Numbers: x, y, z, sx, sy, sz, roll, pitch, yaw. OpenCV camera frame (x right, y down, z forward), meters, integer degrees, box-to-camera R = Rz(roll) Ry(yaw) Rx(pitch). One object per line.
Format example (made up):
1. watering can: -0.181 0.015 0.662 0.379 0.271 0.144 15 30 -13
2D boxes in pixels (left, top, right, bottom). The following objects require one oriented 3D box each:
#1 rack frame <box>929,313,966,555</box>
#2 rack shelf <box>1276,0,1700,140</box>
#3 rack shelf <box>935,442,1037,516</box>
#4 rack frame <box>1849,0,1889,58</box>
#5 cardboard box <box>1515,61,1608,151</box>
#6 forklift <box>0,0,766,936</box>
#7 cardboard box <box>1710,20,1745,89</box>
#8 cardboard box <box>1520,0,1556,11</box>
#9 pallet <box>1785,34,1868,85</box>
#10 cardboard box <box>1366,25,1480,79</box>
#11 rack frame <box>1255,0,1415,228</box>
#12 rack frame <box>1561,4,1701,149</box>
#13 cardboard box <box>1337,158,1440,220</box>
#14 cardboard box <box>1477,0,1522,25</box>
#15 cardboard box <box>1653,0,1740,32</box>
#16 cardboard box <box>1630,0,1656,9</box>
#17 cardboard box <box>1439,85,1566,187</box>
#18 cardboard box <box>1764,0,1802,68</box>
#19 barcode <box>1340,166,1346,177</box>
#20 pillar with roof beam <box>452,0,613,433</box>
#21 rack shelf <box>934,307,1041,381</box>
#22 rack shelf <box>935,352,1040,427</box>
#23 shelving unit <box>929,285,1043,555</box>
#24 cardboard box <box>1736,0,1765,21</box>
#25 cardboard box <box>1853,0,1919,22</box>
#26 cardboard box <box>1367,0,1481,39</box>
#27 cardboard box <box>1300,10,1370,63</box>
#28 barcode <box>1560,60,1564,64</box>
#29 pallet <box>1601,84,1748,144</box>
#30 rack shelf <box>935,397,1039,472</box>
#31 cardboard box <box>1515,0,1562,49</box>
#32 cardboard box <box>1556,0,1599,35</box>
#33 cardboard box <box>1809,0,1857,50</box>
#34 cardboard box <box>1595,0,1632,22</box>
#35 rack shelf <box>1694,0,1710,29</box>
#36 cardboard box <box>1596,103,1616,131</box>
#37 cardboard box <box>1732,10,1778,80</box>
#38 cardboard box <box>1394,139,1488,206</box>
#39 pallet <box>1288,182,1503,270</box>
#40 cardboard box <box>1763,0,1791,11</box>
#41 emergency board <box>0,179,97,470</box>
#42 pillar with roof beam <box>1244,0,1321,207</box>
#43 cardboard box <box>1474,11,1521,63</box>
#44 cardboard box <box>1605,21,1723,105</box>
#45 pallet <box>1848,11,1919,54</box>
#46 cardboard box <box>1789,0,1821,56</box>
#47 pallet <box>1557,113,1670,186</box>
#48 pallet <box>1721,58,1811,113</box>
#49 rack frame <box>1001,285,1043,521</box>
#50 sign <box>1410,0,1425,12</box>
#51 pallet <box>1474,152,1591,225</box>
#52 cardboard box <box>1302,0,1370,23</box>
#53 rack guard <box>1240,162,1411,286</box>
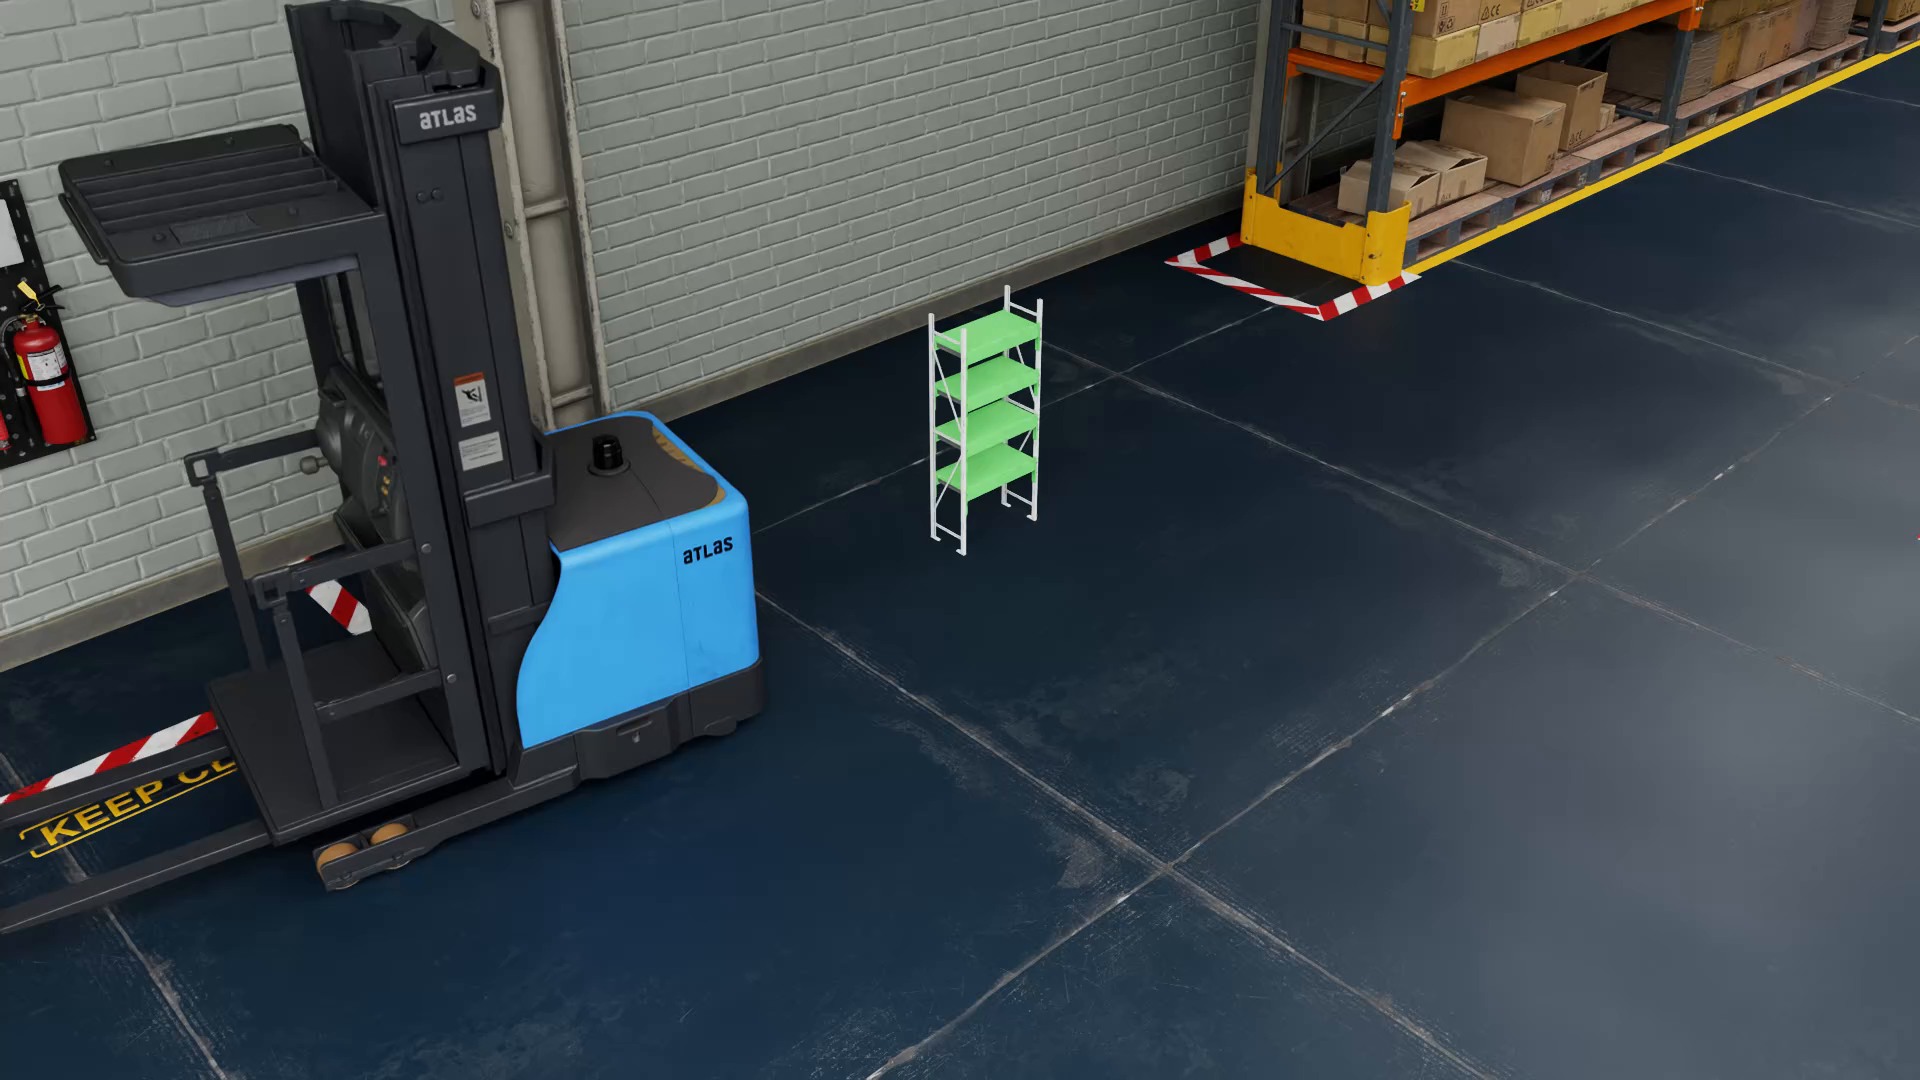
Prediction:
1. rack frame: -0.058 -0.484 7.891 0.015 1.200 0.240 -26 40 -35
2. rack shelf: 3.876 -3.605 11.959 4.000 0.370 1.077 -26 40 -35
3. rack shelf: 0.121 -0.311 8.192 0.480 0.148 0.258 -26 40 -35
4. rack frame: 8.276 -6.040 15.252 0.127 3.000 1.000 -26 40 -35
5. cardboard box: 4.609 -3.359 12.842 0.500 0.500 0.500 26 40 35
6. forklift: -2.324 -0.277 5.893 3.031 2.935 1.130 -19 36 -28
7. cardboard box: 6.216 -4.212 14.238 0.500 0.500 0.700 -27 40 -36
8. cardboard box: 3.716 -3.873 11.115 0.500 0.500 0.500 -27 41 -37
9. pallet: 7.702 -4.574 15.527 1.213 0.211 1.003 -26 40 -35
10. cardboard box: 2.983 -3.198 10.730 0.500 0.250 0.500 -27 41 -37
11. rack frame: 2.409 -3.202 10.612 0.127 3.000 1.000 -26 40 -35
12. rack frame: 5.342 -4.621 12.932 0.127 3.000 1.000 -26 40 -35
13. cardboard box: 2.978 -2.454 11.543 0.500 0.311 0.500 24 39 34
14. cardboard box: 3.333 -3.693 10.819 0.500 0.500 0.500 -26 40 -35
15. cardboard box: 6.192 -4.487 13.968 0.500 0.250 0.500 -27 40 -36
16. cardboard box: 4.830 -4.108 12.217 0.500 0.250 0.500 -26 40 -35
17. cardboard box: 3.968 -2.978 12.219 0.700 0.500 0.500 26 40 36
18. cardboard box: 6.981 -4.560 14.807 0.500 0.500 0.700 -26 40 -36
19. barcode: 2.719 -2.617 11.802 0.075 0.075 0.001 -26 40 -35
20. pillar with roof beam: 0.862 -2.566 3.820 0.400 9.000 9.100 -26 40 -35
21. rack shelf: 0.121 -0.926 7.816 0.480 0.148 0.258 -26 40 -35
22. rack shelf: 0.121 -0.721 7.941 0.480 0.148 0.258 -26 40 -35
23. shelving unit: 0.121 -0.571 8.033 0.503 1.200 0.258 -26 40 -35
24. cardboard box: 6.570 -4.673 14.273 0.500 0.250 0.500 -27 41 -37
25. cardboard box: 8.904 -5.513 16.048 0.750 0.750 0.750 -26 40 -36
26. cardboard box: 2.964 -3.521 10.539 0.500 0.500 0.500 -26 40 -35
27. cardboard box: 2.620 -3.387 11.038 0.500 0.250 0.500 -25 39 -35
28. barcode: 4.783 -3.779 13.223 0.075 0.075 0.001 -26 40 -35
29. pallet: 5.912 -3.708 14.112 1.213 0.211 1.003 -26 40 -35
30. rack shelf: 0.121 -0.516 8.066 0.480 0.148 0.258 -26 40 -35
31. cardboard box: 3.732 -3.566 11.332 0.500 0.250 0.500 -27 40 -36
32. cardboard box: 4.104 -3.745 11.624 0.500 0.250 0.500 -25 40 -35
33. cardboard box: 7.783 -4.886 15.339 0.500 0.500 0.700 -25 39 -35
34. cardboard box: 4.472 -3.924 11.916 0.500 0.250 0.500 -26 40 -36
35. rack shelf: 6.809 -5.024 14.280 4.000 0.370 1.077 -26 40 -35
36. cardboard box: 4.971 -3.399 13.227 0.380 0.166 0.250 23 38 33
37. cardboard box: 6.617 -4.378 14.508 0.500 0.500 0.700 -25 40 -35
38. cardboard box: 3.396 -2.656 11.874 0.500 0.311 0.500 -22 38 -32
39. pallet: 3.085 -2.314 11.832 1.213 0.211 1.003 -26 40 -35
40. cardboard box: 6.949 -4.843 14.551 0.500 0.250 0.500 -26 40 -36
41. emergency board: -3.903 -0.791 6.669 0.643 1.169 0.194 -26 40 -35
42. pillar with roof beam: 5.262 -4.694 7.300 0.400 9.000 9.100 -26 40 -35
43. cardboard box: 3.354 -3.388 11.040 0.500 0.250 0.500 -27 41 -37
44. cardboard box: 5.871 -4.010 13.906 0.500 0.500 0.700 -24 39 -34
45. pallet: 8.905 -5.101 16.390 1.213 0.211 1.003 -26 40 -35
46. cardboard box: 7.326 -4.748 15.113 0.500 0.500 0.700 -26 40 -36
47. pallet: 4.874 -3.180 13.248 1.213 0.211 1.003 -26 40 -35
48. pallet: 6.807 -4.143 14.823 1.213 0.211 1.003 -26 40 -35
49. rack frame: 0.300 -0.657 8.175 0.015 1.200 0.240 -26 40 -35
50. sign: 2.778 -3.364 10.046 0.005 0.325 0.100 -26 40 -35
51. pallet: 3.979 -2.745 12.536 1.213 0.211 1.003 -26 40 -35
52. cardboard box: 2.610 -3.715 10.856 0.500 0.500 0.500 -26 40 -36
53. rack guard: 2.465 -2.163 11.308 0.348 0.500 1.175 -26 40 -35
